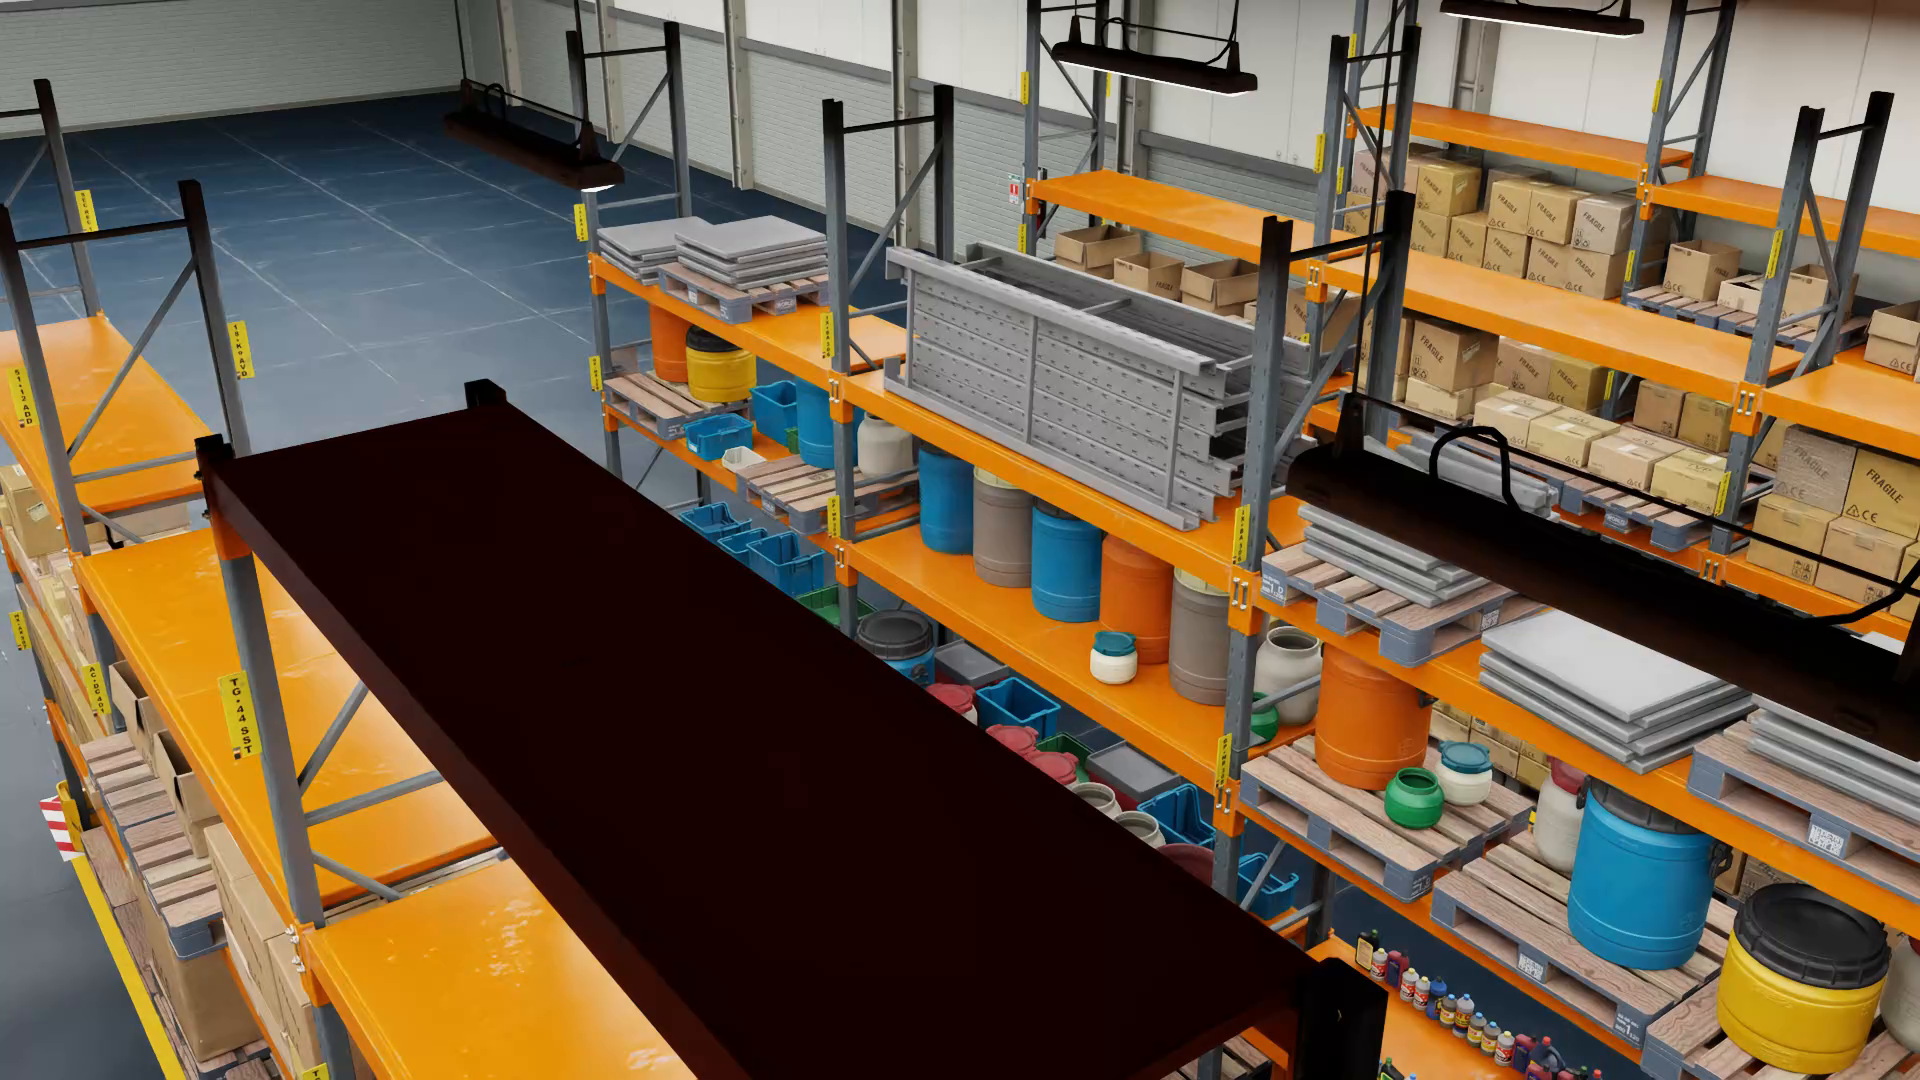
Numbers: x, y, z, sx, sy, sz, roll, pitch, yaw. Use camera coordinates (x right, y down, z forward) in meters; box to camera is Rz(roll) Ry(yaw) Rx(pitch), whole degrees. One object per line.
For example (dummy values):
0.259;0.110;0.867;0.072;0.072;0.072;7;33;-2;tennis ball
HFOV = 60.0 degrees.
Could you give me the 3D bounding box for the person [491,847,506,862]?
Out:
-3.496;2.271;12.007;0.599;1.748;0.696;-5;25;-10;person
